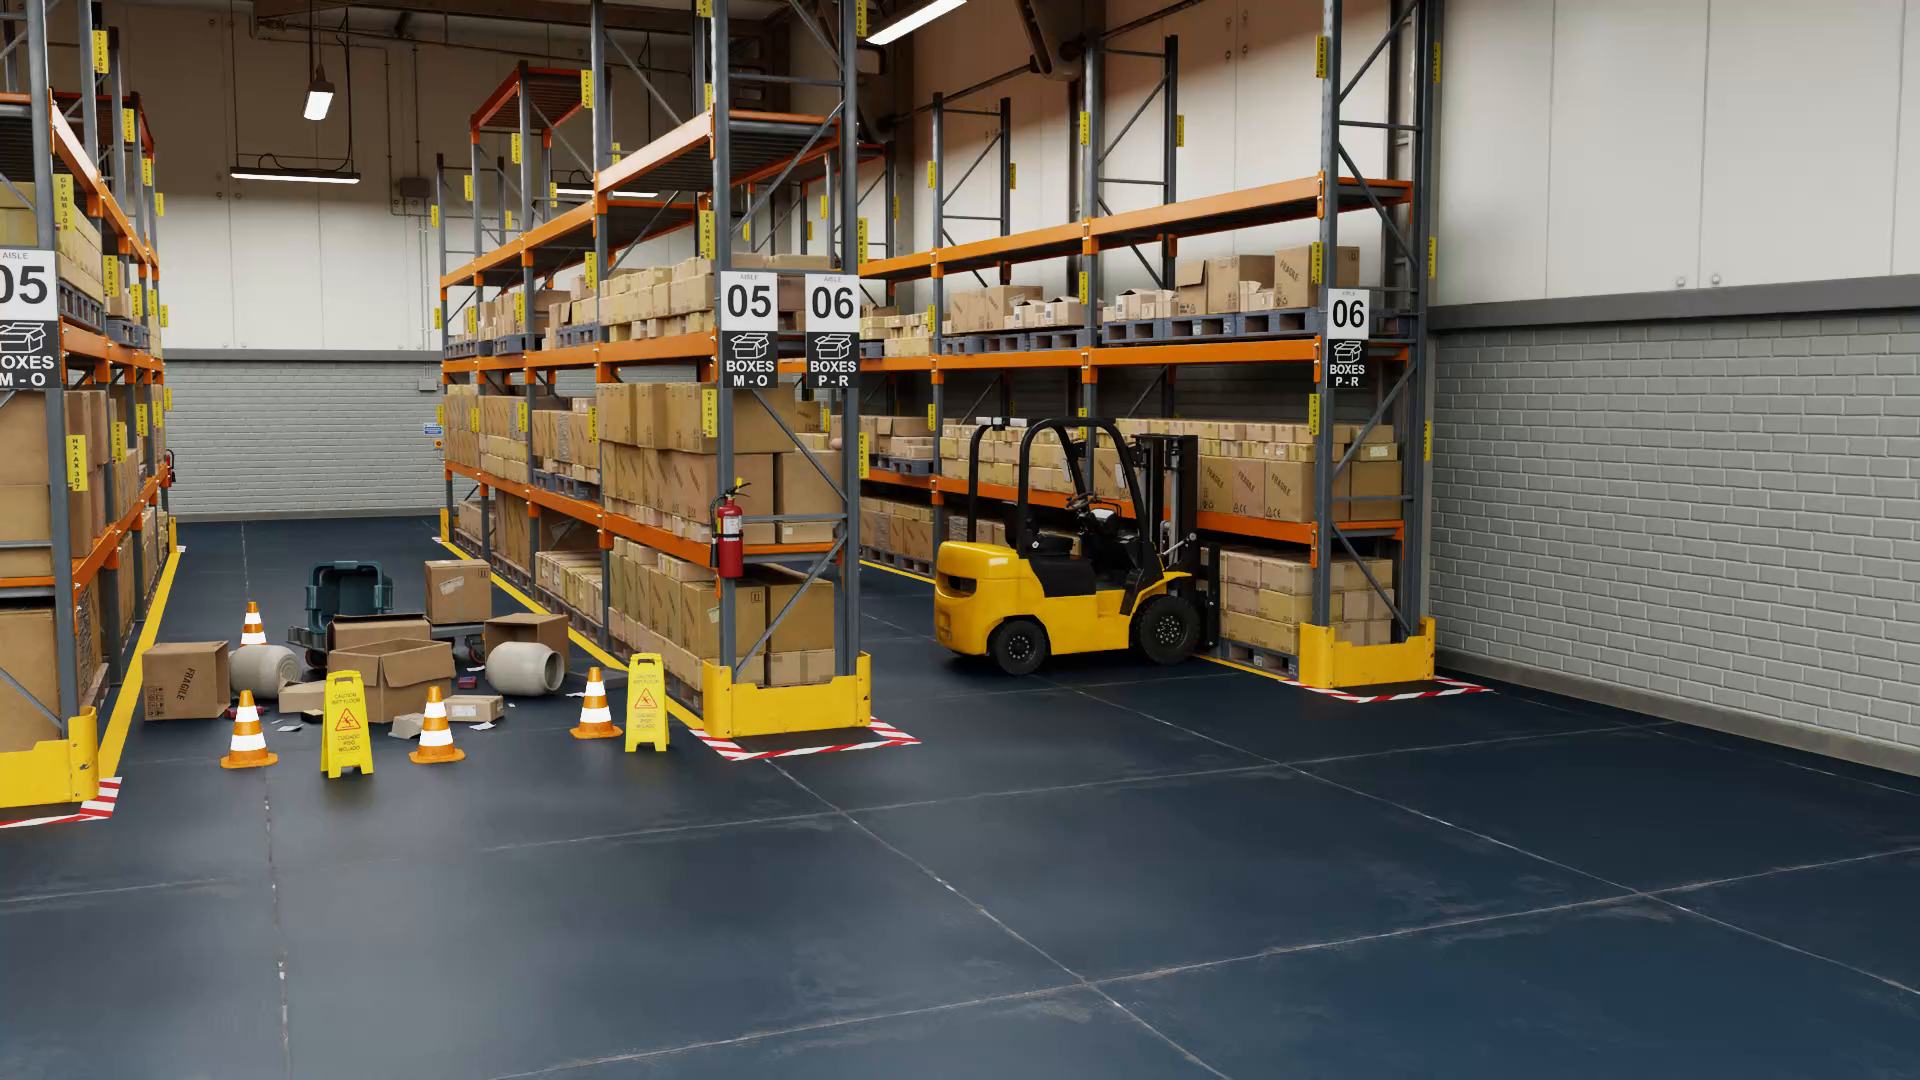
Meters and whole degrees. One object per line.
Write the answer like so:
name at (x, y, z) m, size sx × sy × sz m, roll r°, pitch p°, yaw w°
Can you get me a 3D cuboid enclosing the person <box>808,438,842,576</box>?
person at (-1.604, -0.426, 21.161) m, size 0.576 × 1.755 × 0.894 m, roll -2°, pitch 6°, yaw -20°
